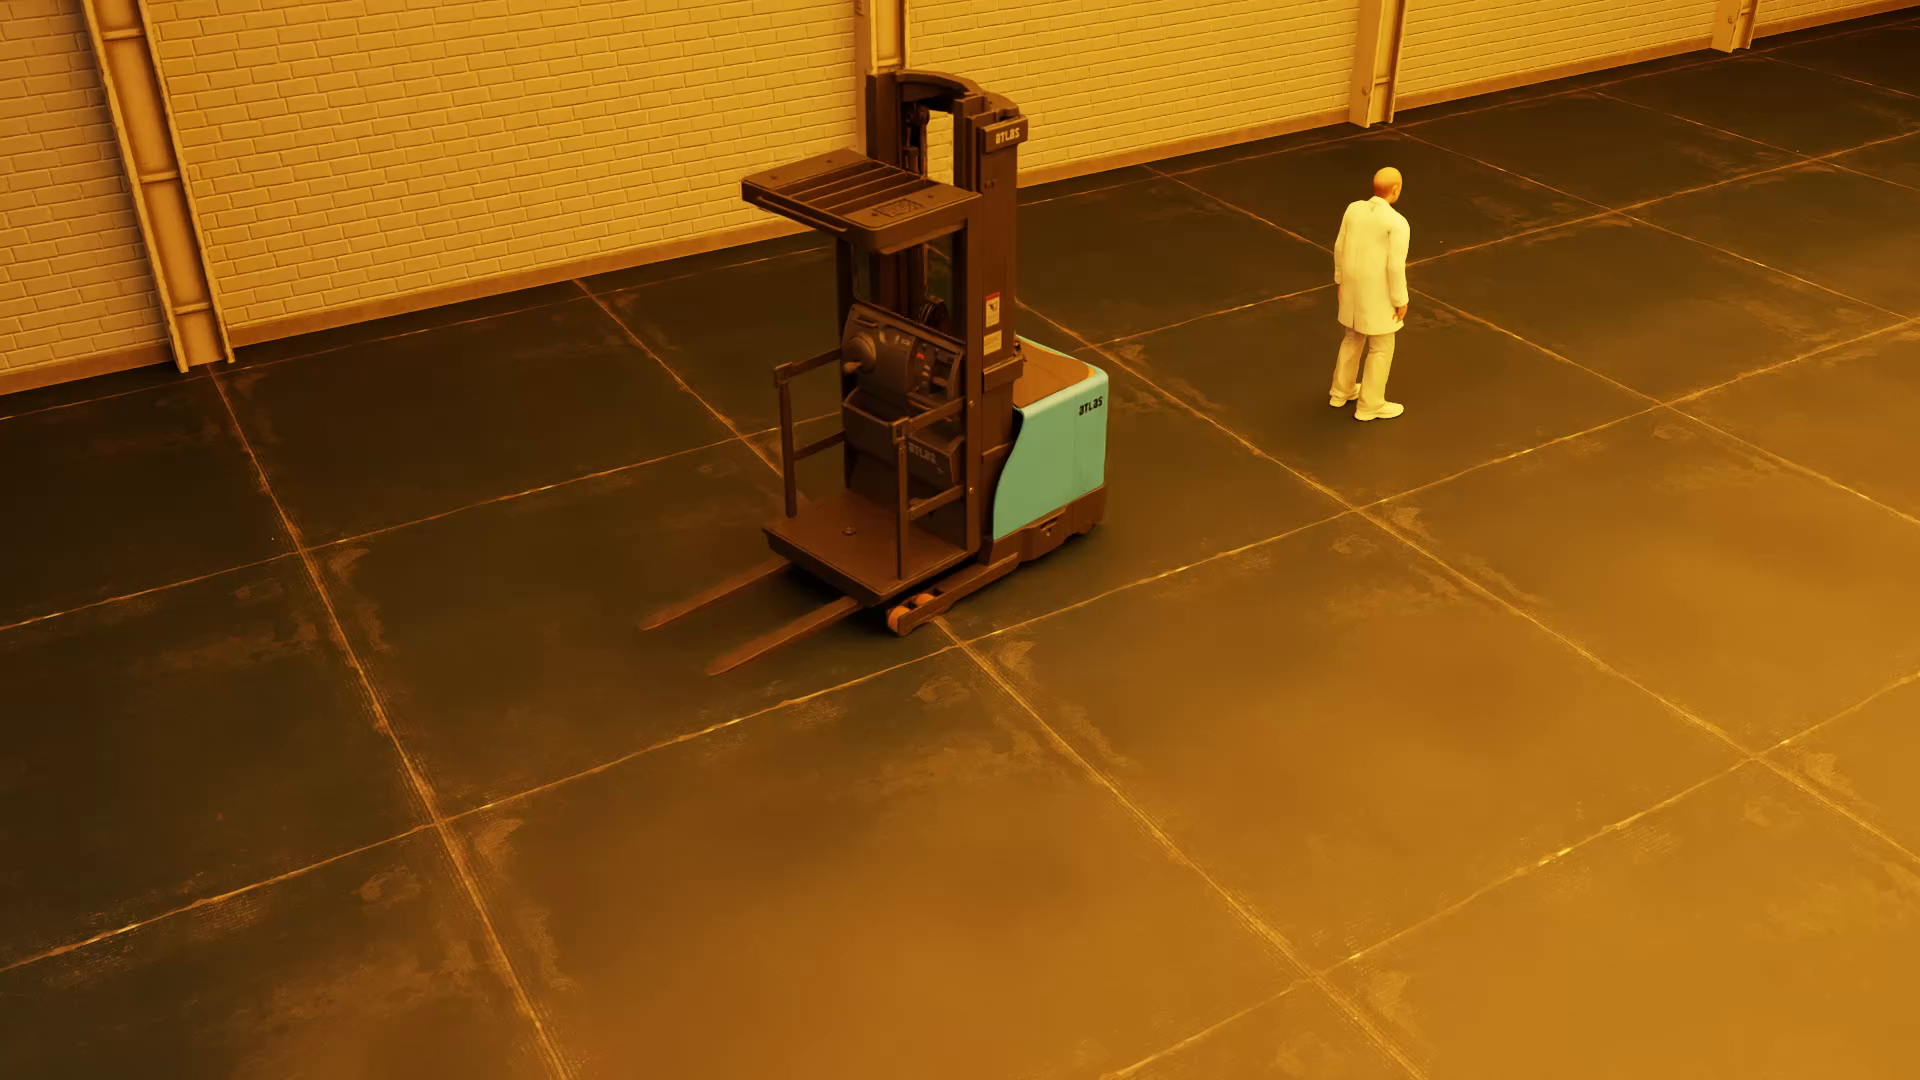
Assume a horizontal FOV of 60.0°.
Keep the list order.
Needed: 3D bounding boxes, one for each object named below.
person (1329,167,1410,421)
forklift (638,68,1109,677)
[{"bbox_3d":[2.885,-1.735,11.673,0.436,1.772,0.644,-19,36,-29],"label":"person"},{"bbox_3d":[-0.482,-1.009,9.332,3.031,2.935,1.130,-27,40,-37],"label":"forklift"}]
